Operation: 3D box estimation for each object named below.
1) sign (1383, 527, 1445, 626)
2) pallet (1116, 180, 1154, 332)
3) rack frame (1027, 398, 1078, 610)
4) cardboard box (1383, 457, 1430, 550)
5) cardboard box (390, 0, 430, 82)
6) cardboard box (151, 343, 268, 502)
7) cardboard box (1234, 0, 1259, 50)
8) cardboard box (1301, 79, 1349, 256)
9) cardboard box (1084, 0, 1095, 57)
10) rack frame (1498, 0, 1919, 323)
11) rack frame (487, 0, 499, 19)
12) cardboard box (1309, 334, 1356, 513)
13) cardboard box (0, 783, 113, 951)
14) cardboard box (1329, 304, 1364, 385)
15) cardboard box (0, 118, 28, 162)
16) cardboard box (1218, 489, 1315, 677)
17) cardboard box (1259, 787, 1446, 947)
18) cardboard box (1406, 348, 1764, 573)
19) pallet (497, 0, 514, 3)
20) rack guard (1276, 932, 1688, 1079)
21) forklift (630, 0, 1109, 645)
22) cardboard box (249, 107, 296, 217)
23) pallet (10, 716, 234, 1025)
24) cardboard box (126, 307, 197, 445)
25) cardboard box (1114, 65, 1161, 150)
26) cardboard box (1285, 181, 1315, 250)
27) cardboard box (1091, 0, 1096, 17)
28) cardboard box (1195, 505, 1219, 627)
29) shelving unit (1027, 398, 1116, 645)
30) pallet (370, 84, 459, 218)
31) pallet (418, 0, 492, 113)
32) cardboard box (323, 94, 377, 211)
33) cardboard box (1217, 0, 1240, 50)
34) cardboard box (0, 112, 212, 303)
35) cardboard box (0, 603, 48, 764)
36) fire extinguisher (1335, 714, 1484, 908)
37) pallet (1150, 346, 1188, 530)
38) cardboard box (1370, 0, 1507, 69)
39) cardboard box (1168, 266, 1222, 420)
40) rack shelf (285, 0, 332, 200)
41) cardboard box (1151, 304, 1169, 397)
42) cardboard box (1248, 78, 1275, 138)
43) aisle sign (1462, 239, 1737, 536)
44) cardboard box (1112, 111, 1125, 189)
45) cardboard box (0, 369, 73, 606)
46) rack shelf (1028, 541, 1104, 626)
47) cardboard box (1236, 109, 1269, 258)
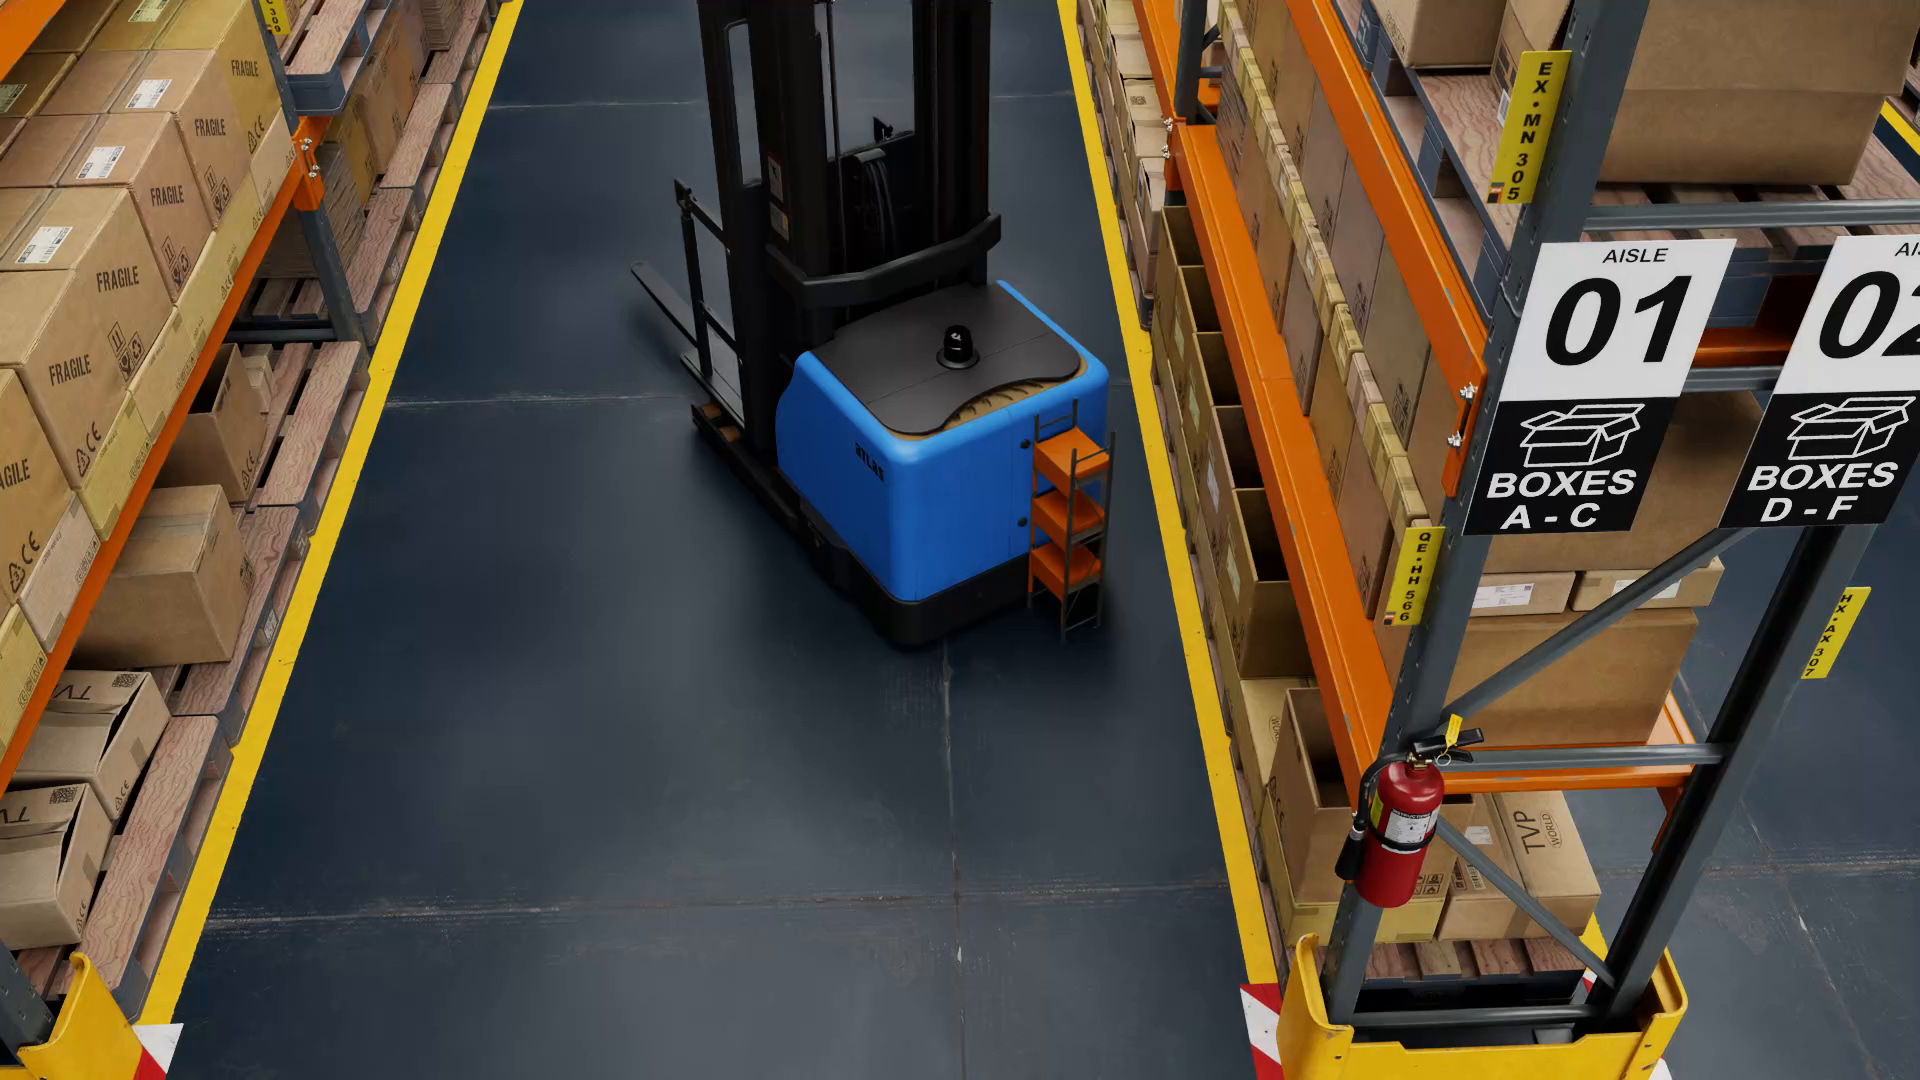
[{"bbox_3d":[1.106,0.091,4.048,0.100,0.325,0.005,-2,43,-2],"label":"sign"},{"bbox_3d":[1.409,-1.570,8.956,1.003,0.211,1.213,-2,43,-2],"label":"pallet"},{"bbox_3d":[0.372,-0.128,6.762,0.200,1.050,0.008,-24,48,-24],"label":"rack frame"},{"bbox_3d":[1.430,-0.106,4.741,0.380,0.149,0.250,-1,43,-1],"label":"cardboard box"},{"bbox_3d":[-3.651,-3.062,10.045,0.700,0.500,0.500,-2,43,-2],"label":"cardboard box"},{"bbox_3d":[-3.386,-0.498,7.247,0.500,0.500,0.500,-5,43,-5],"label":"cardboard box"},{"bbox_3d":[1.504,-2.317,6.674,0.700,0.500,0.500,-1,43,-2],"label":"cardboard box"},{"bbox_3d":[1.568,-1.301,5.565,0.700,0.500,0.500,-2,43,-2],"label":"cardboard box"},{"bbox_3d":[1.060,-3.242,10.440,0.500,0.250,0.500,-3,43,-3],"label":"cardboard box"},{"bbox_3d":[1.649,-1.612,2.499,1.000,3.000,0.127,-2,43,-2],"label":"rack frame"},{"bbox_3d":[-3.640,-4.657,10.260,1.000,3.000,0.127,-2,43,-2],"label":"rack frame"},{"bbox_3d":[1.600,-0.443,5.589,0.700,0.500,0.500,-1,43,-2],"label":"cardboard box"},{"bbox_3d":[-3.239,1.103,5.641,0.500,0.311,0.500,-6,43,-7],"label":"cardboard box"},{"bbox_3d":[1.399,-0.626,5.309,0.380,0.149,0.250,0,43,0],"label":"cardboard box"},{"bbox_3d":[-3.625,-1.176,6.004,0.500,0.500,0.500,-1,43,-1],"label":"cardboard box"},{"bbox_3d":[1.272,0.153,6.182,0.500,0.500,0.500,-2,43,-2],"label":"cardboard box"},{"bbox_3d":[1.331,1.104,5.699,0.500,0.250,0.500,-2,43,-2],"label":"cardboard box"},{"bbox_3d":[1.640,-0.267,4.437,0.700,0.500,0.500,-1,43,-2],"label":"cardboard box"},{"bbox_3d":[-3.598,-4.164,11.786,1.003,0.211,1.213,-2,43,-2],"label":"pallet"},{"bbox_3d":[1.650,1.537,5.353,1.175,0.500,0.348,-2,43,-2],"label":"rack guard"},{"bbox_3d":[-0.614,-1.618,6.996,1.130,2.935,3.031,-24,48,-24],"label":"forklift"},{"bbox_3d":[-3.147,-1.598,7.019,0.500,0.250,0.500,-2,43,-2],"label":"cardboard box"},{"bbox_3d":[-3.302,1.171,5.966,1.003,0.211,1.213,-2,43,-2],"label":"pallet"},{"bbox_3d":[-3.075,-0.582,5.911,0.500,0.250,0.500,-1,43,-1],"label":"cardboard box"},{"bbox_3d":[1.128,-2.402,9.110,0.500,0.311,0.500,-2,43,-2],"label":"cardboard box"},{"bbox_3d":[1.366,-1.145,5.875,0.380,0.149,0.250,-2,43,-2],"label":"cardboard box"},{"bbox_3d":[1.069,-3.433,10.234,0.500,0.311,0.500,-3,43,-3],"label":"cardboard box"},{"bbox_3d":[1.255,0.092,6.804,0.500,0.250,0.500,-2,43,-2],"label":"cardboard box"},{"bbox_3d":[0.439,-0.058,6.686,0.215,1.050,0.252,-24,48,-24],"label":"shelving unit"},{"bbox_3d":[-3.559,-2.280,9.731,1.003,0.211,1.213,-2,43,-2],"label":"pallet"},{"bbox_3d":[-3.608,-3.102,10.627,1.003,0.211,1.213,-2,43,-2],"label":"pallet"},{"bbox_3d":[-3.590,-2.041,8.931,0.700,0.500,0.500,-2,43,-3],"label":"cardboard box"},{"bbox_3d":[1.297,-2.190,7.015,0.380,0.149,0.250,-2,43,-2],"label":"cardboard box"},{"bbox_3d":[-3.103,-1.198,6.028,0.500,0.500,0.500,-3,43,-3],"label":"cardboard box"},{"bbox_3d":[-3.003,0.453,4.782,0.500,0.250,0.500,-3,43,-3],"label":"cardboard box"},{"bbox_3d":[1.190,0.721,4.451,0.296,0.674,0.183,-2,43,-2],"label":"fire extinguisher"},{"bbox_3d":[1.471,-0.535,7.827,1.003,0.211,1.213,-2,43,-2],"label":"pallet"},{"bbox_3d":[1.337,-1.428,4.214,0.500,0.250,0.500,-2,43,-2],"label":"cardboard box"},{"bbox_3d":[1.215,-0.860,7.287,0.500,0.500,0.500,-2,43,-2],"label":"cardboard box"},{"bbox_3d":[-3.555,-3.042,9.031,1.077,0.370,4.000,-2,43,-2],"label":"rack shelf"},{"bbox_3d":[1.196,-0.921,7.908,0.500,0.250,0.500,-2,43,-2],"label":"cardboard box"},{"bbox_3d":[1.333,-1.670,6.447,0.380,0.149,0.250,-2,43,-2],"label":"cardboard box"},{"bbox_3d":[1.358,-0.307,3.590,0.394,0.787,0.004,-2,43,-2],"label":"aisle sign"},{"bbox_3d":[1.130,-2.201,9.305,0.500,0.250,0.500,-1,43,-1],"label":"cardboard box"},{"bbox_3d":[-3.031,-0.150,4.884,0.500,0.500,0.500,-2,43,-2],"label":"cardboard box"},{"bbox_3d":[0.439,0.154,6.881,0.215,0.259,0.240,-24,48,-24],"label":"rack shelf"},{"bbox_3d":[1.533,-1.483,6.724,0.700,0.500,0.500,-2,43,-2],"label":"cardboard box"}]
